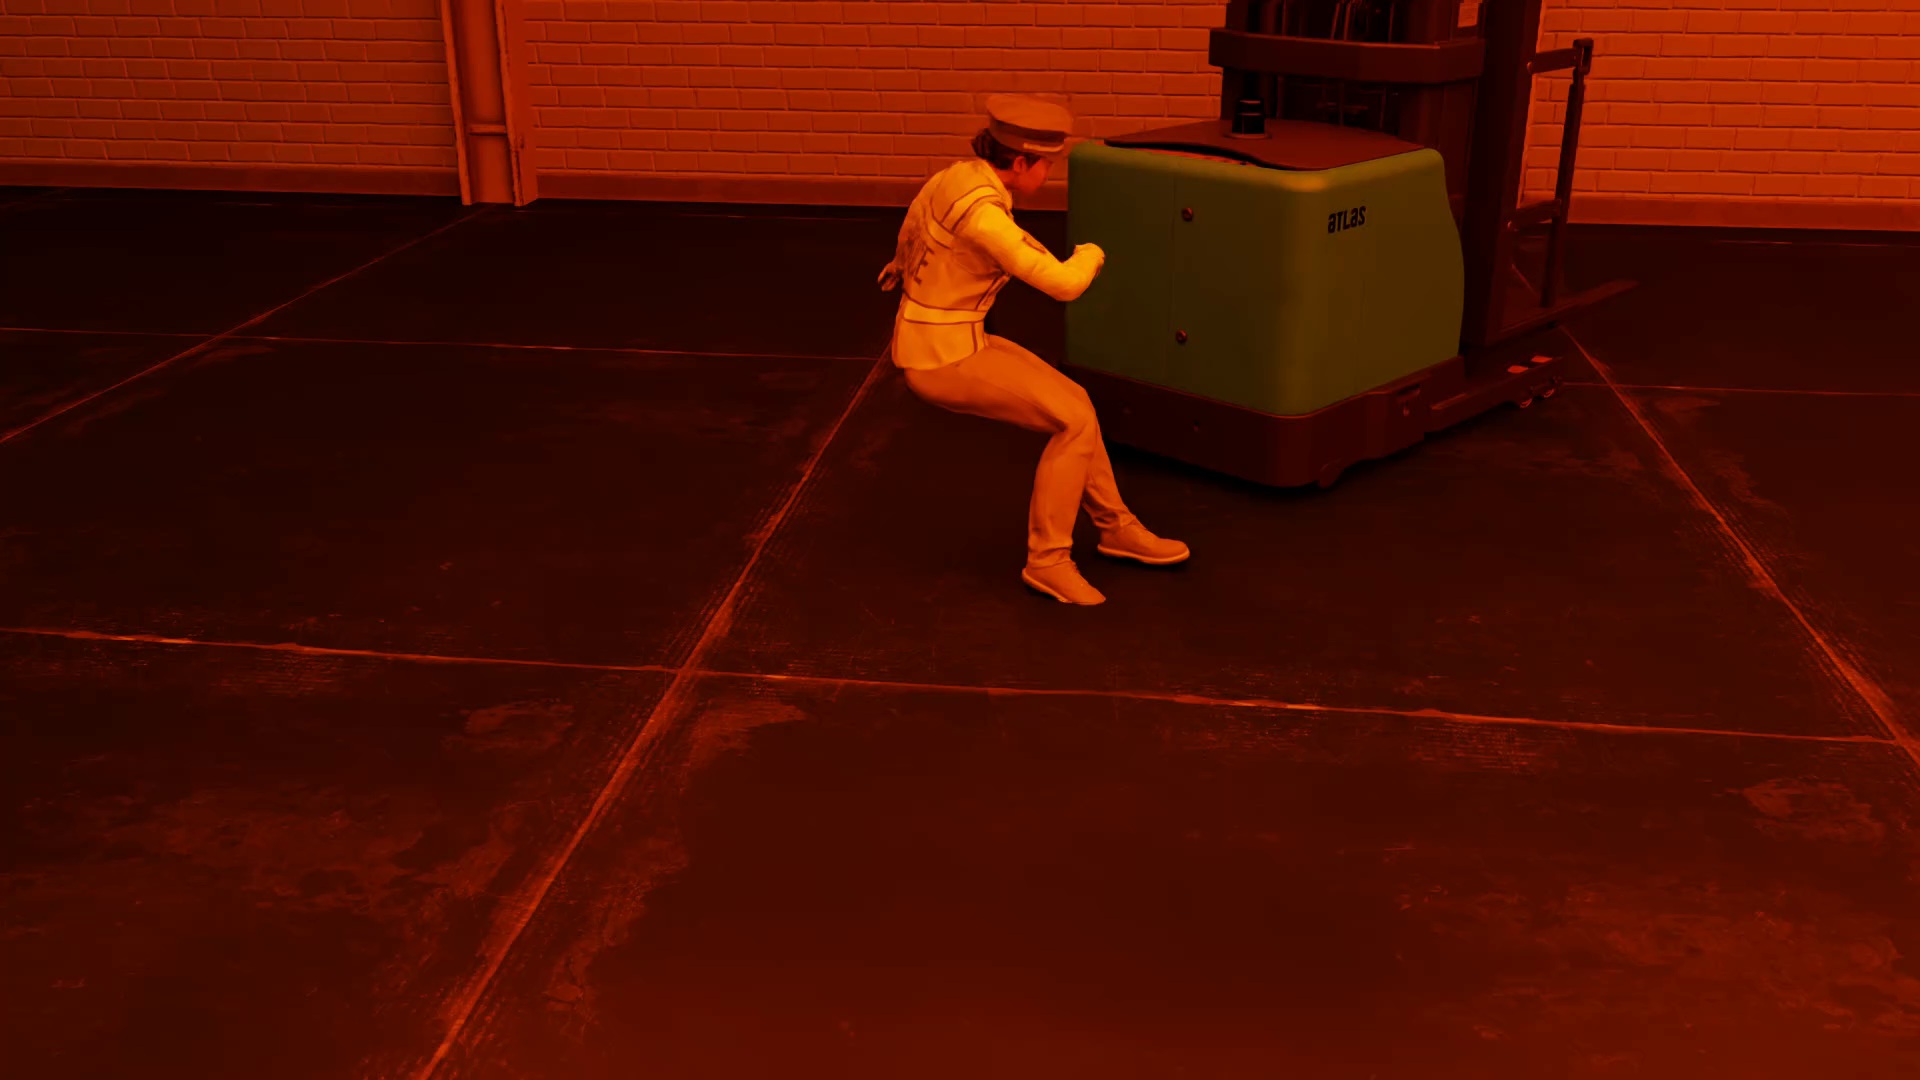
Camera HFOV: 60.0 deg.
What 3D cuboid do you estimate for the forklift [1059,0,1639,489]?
[{"bbox_3d":[1.745,-1.988,6.191,1.130,2.935,3.031,20,29,40],"label":"forklift"}]

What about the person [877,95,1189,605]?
[{"bbox_3d":[0.217,-0.603,4.921,0.900,1.416,0.993,-1,22,-4],"label":"person"}]
